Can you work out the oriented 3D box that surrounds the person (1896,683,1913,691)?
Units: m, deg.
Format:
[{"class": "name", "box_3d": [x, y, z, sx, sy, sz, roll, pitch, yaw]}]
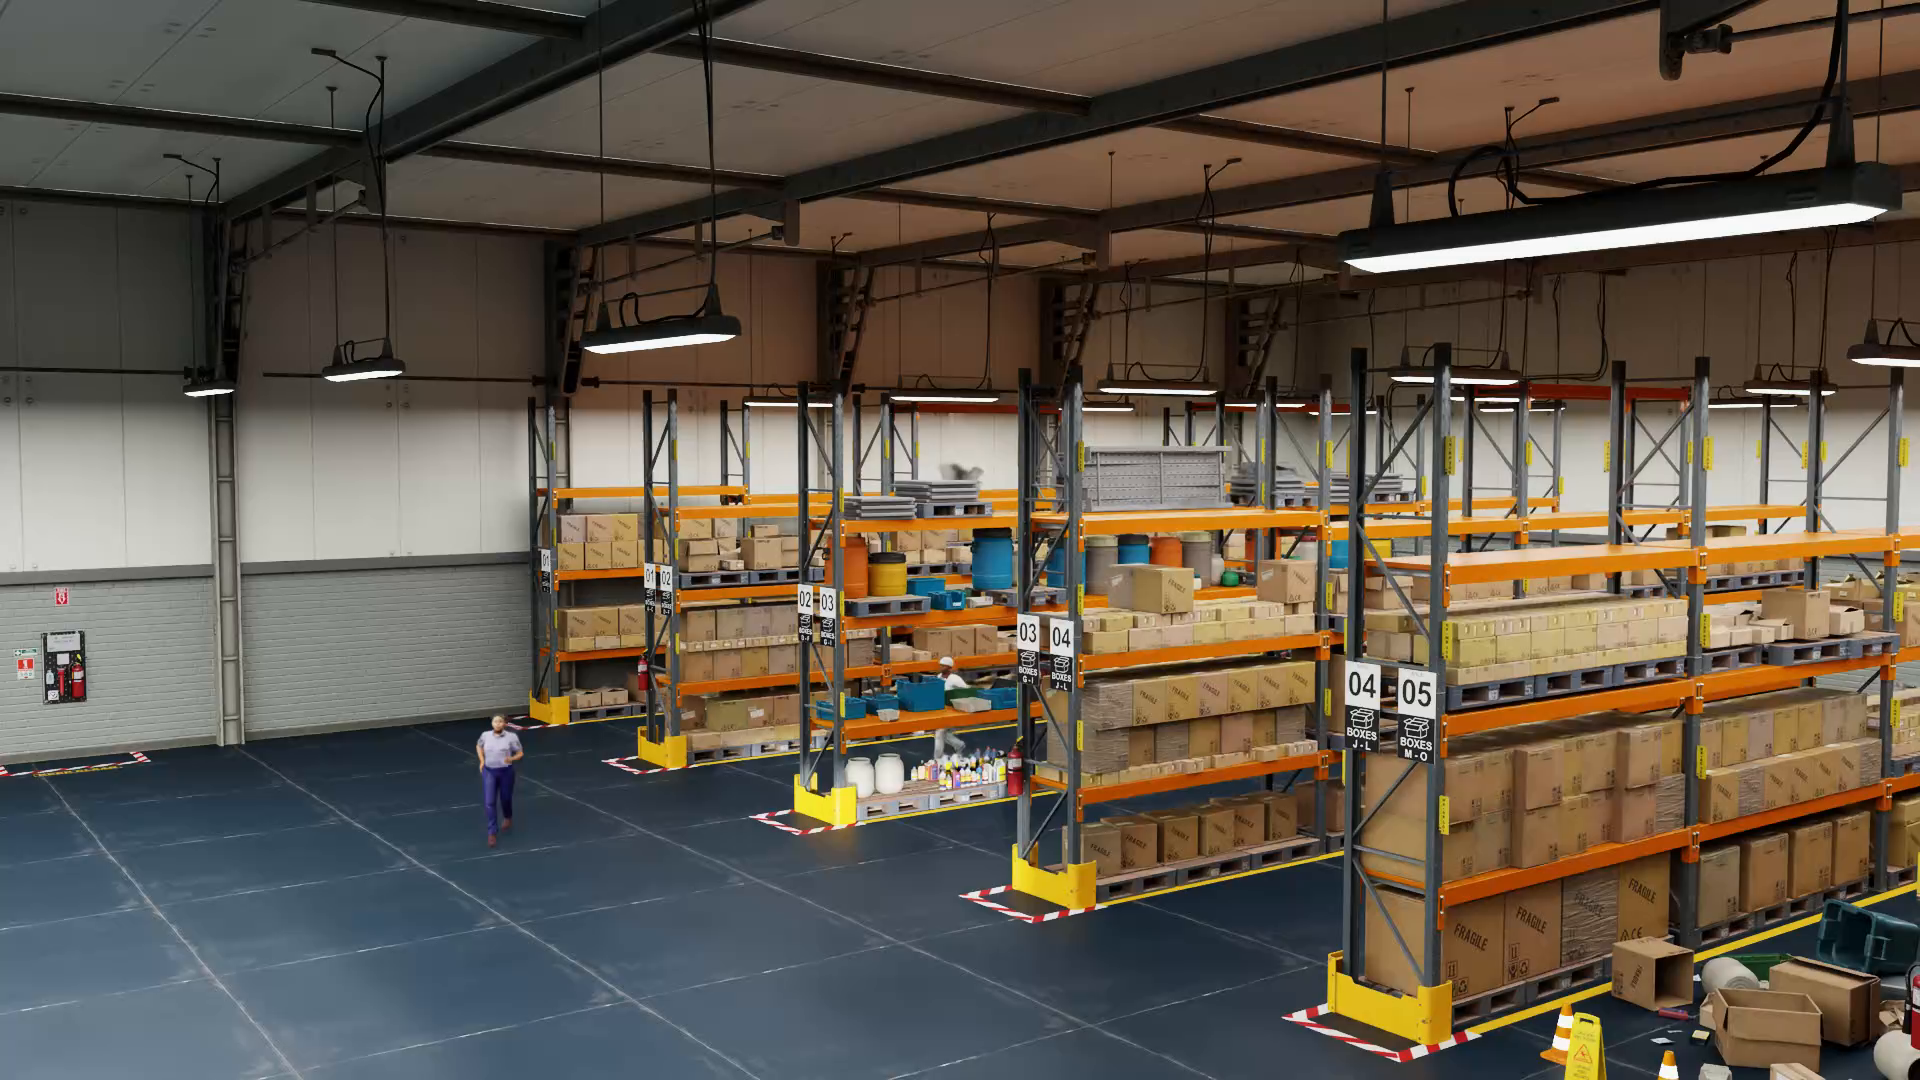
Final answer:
[{"class": "person", "box_3d": [13.618, 2.910, 24.037, 0.893, 1.691, 0.618, -2, 4, -31]}]

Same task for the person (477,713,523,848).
[{"class": "person", "box_3d": [-5.967, 3.064, 21.553, 0.605, 1.659, 0.930, -1, 3, -10]}]

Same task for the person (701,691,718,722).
[{"class": "person", "box_3d": [-4.417, 2.535, 29.557, 0.668, 1.750, 0.918, 3, 5, 44]}]

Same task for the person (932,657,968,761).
[{"class": "person", "box_3d": [-0.230, 2.720, 26.330, 0.955, 1.747, 0.710, -3, 4, -40]}]
